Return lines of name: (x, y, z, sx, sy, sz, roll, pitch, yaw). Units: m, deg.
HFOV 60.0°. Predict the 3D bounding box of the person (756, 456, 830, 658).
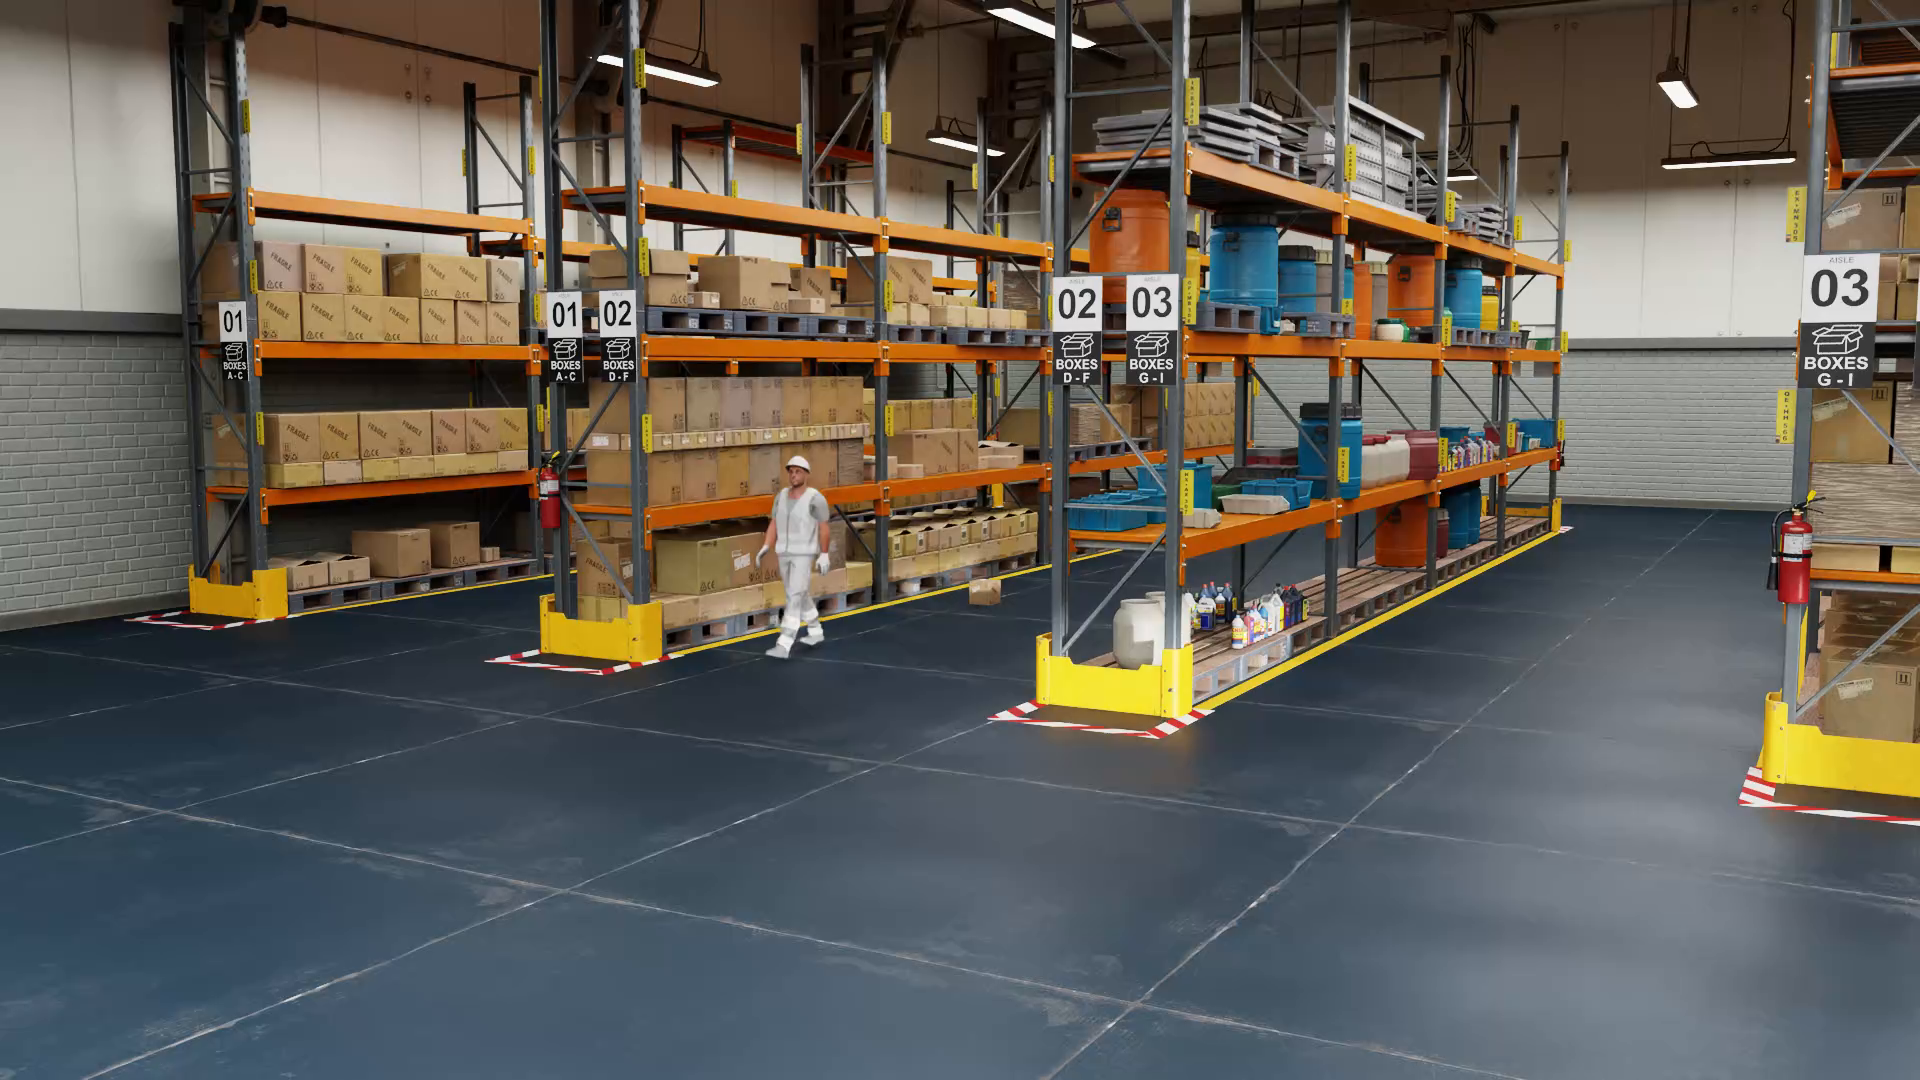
person: (-1.486, 0.133, 14.625, 0.534, 1.736, 1.036, 4, 7, 31)
